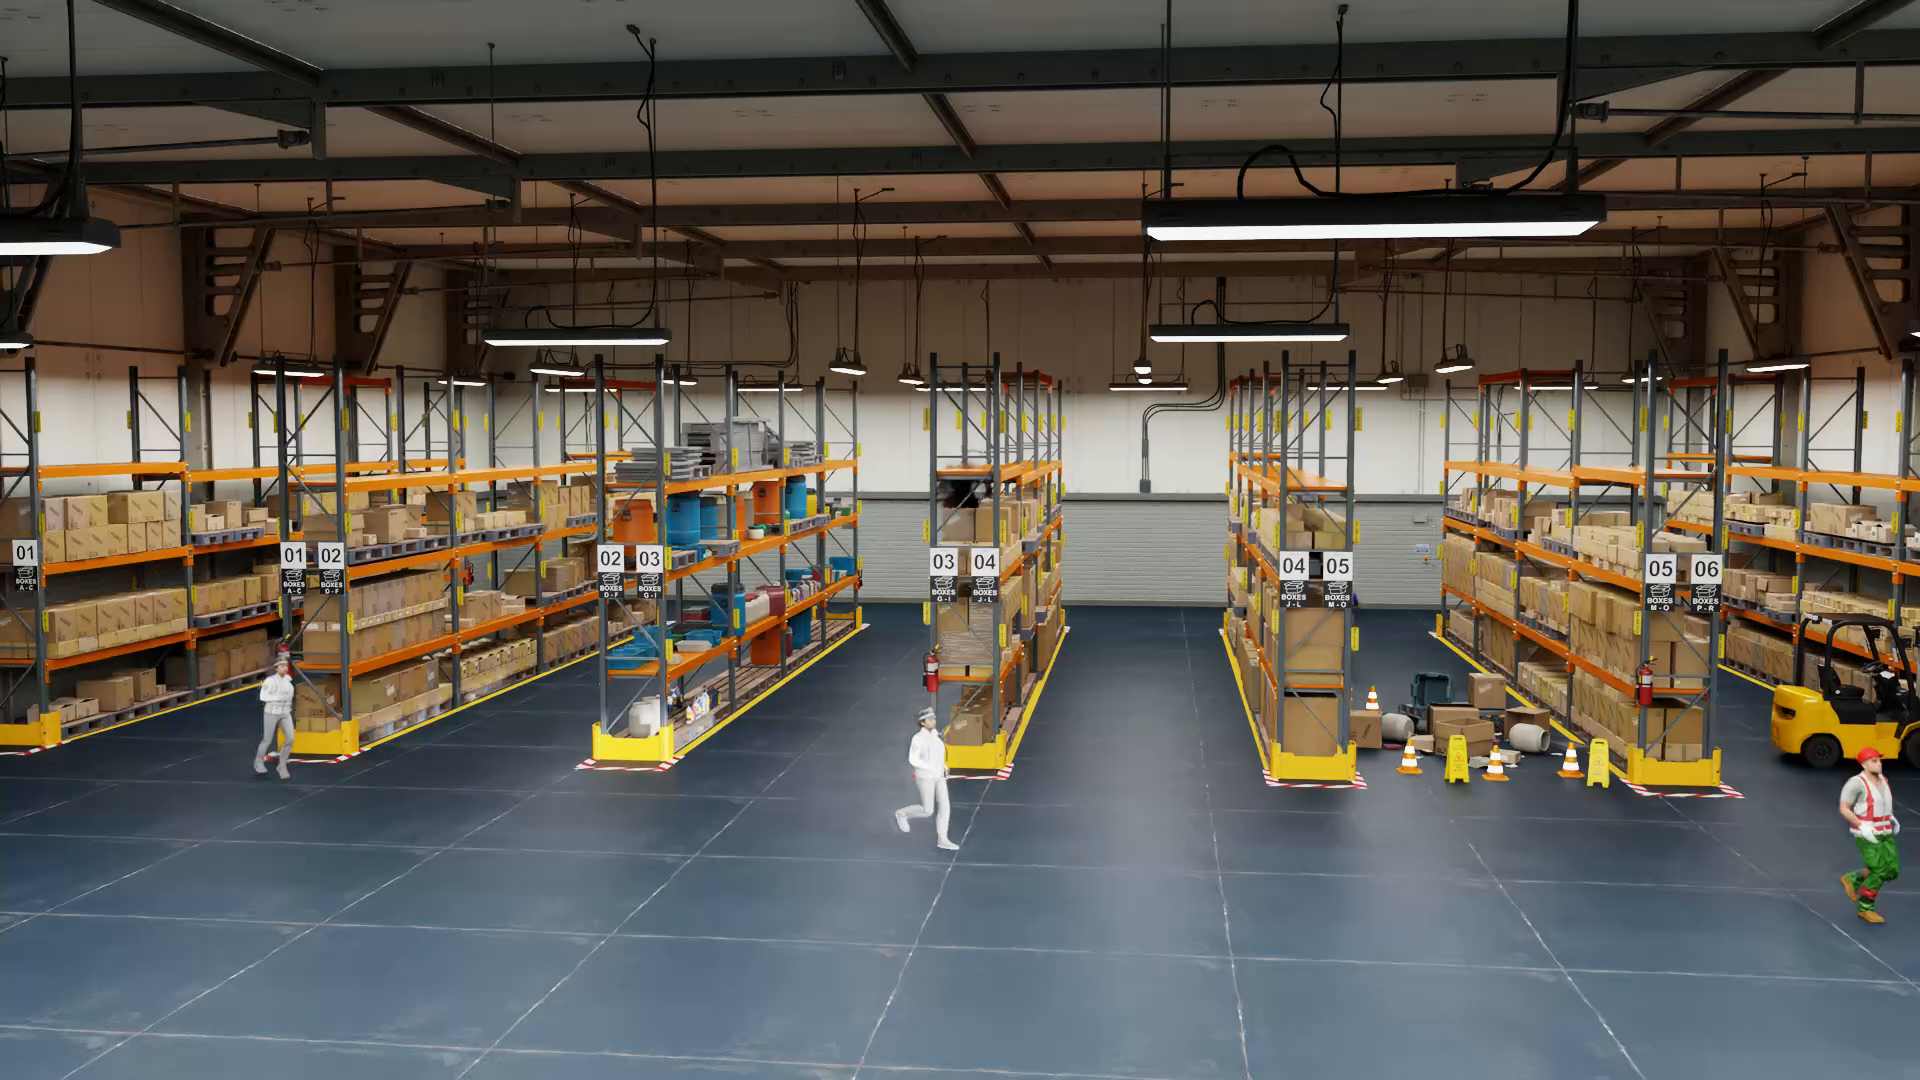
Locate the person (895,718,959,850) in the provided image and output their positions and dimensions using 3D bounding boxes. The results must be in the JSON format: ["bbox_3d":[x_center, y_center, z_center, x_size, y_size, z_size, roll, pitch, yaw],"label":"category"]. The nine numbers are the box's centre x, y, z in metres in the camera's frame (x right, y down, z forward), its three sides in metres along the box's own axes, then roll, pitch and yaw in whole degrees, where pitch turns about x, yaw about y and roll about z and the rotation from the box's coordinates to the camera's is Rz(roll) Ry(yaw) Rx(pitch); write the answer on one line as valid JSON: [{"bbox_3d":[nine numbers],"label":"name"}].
[{"bbox_3d":[-0.347,2.810,19.636,0.861,1.616,0.488,3,5,35],"label":"person"}]

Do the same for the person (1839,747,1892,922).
[{"bbox_3d":[9.144,2.948,16.794,0.654,1.748,0.517,-2,4,-24],"label":"person"}]

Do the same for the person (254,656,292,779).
[{"bbox_3d":[-9.646,2.502,23.542,0.728,1.745,0.612,3,5,37],"label":"person"}]

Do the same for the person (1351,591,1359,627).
[{"bbox_3d":[8.160,1.641,35.223,0.603,1.474,0.757,0,4,1],"label":"person"}]
